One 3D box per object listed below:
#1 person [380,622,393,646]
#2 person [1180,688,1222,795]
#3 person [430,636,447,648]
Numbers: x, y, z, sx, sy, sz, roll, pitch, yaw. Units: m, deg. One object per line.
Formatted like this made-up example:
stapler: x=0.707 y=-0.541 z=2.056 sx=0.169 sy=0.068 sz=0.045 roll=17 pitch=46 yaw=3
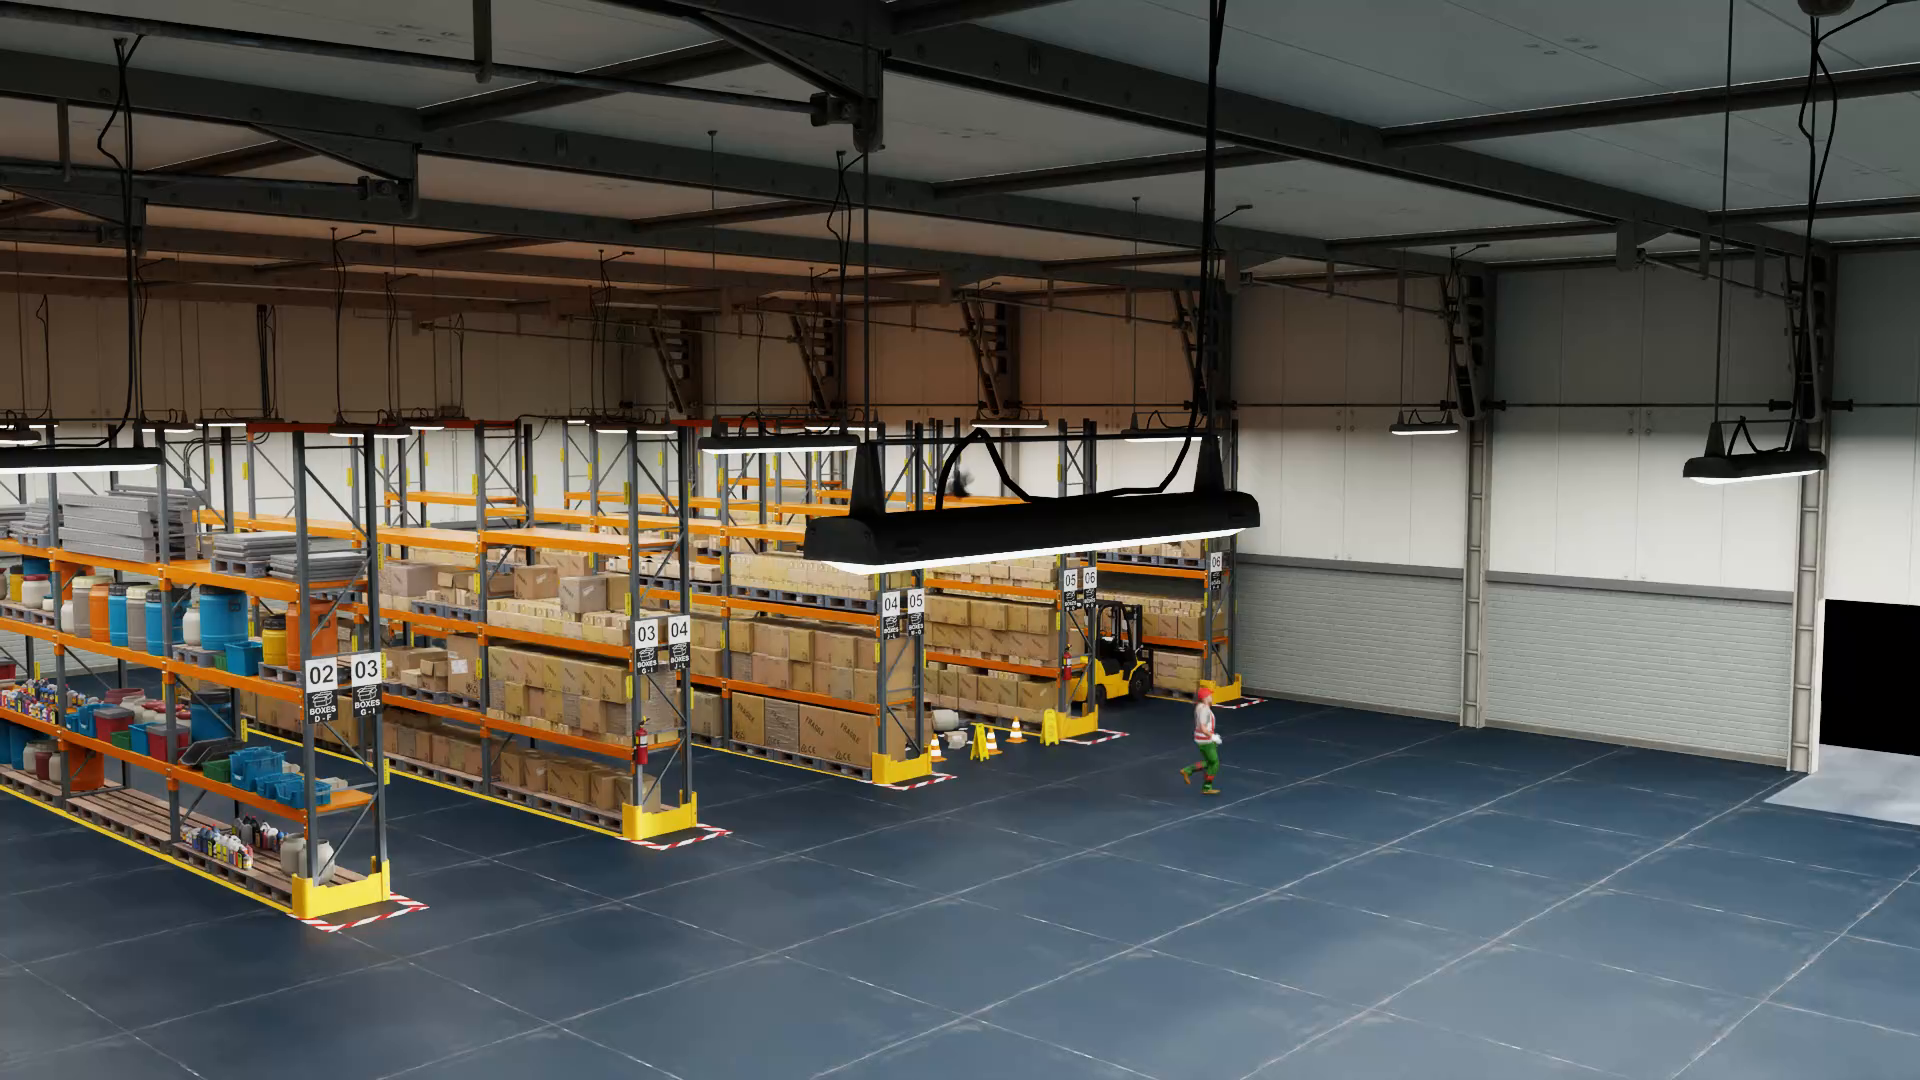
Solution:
person: x=-12.691 y=2.574 z=36.335 sx=0.677 sy=1.611 sz=0.848 roll=-4 pitch=6 yaw=-40
person: x=3.899 y=3.258 z=26.954 sx=0.637 sy=1.742 sz=0.702 roll=0 pitch=5 yaw=0
person: x=-12.672 y=2.229 z=40.431 sx=0.845 sy=1.667 sz=0.725 roll=0 pitch=5 yaw=1
